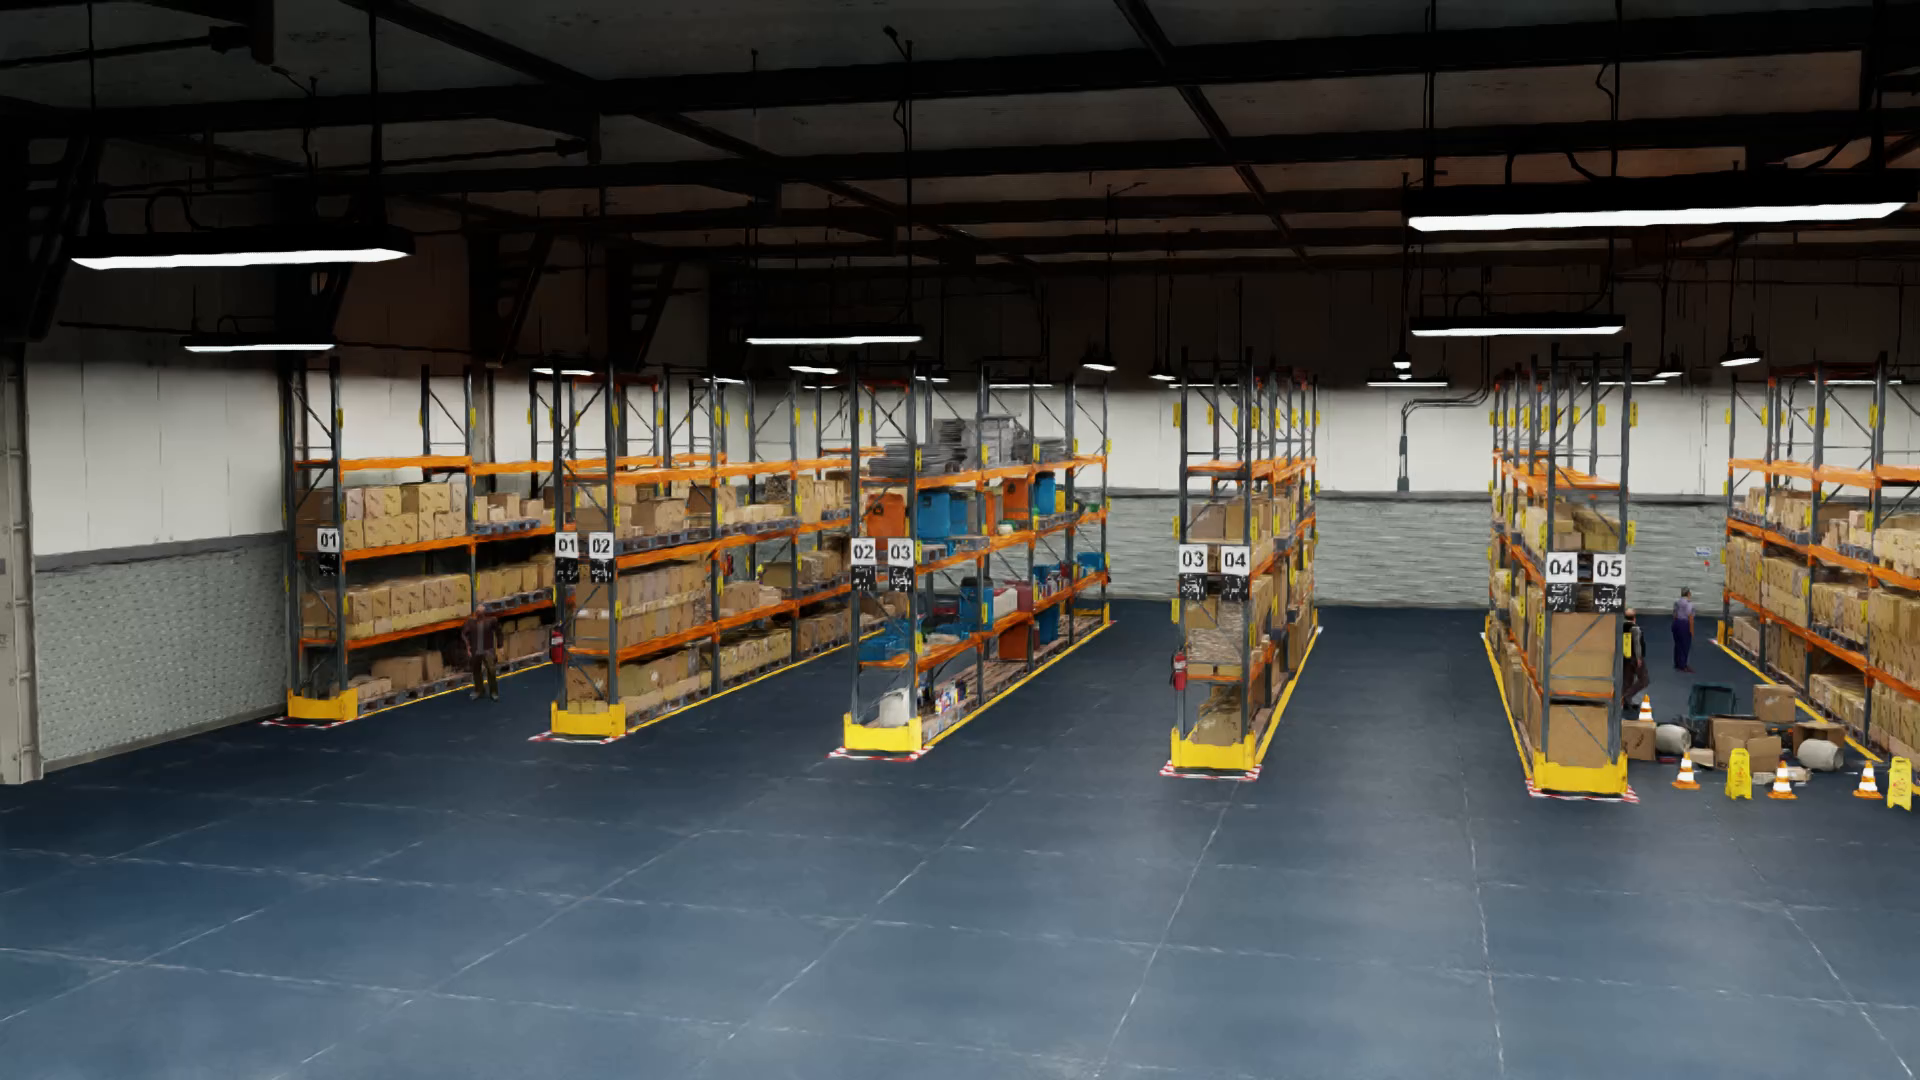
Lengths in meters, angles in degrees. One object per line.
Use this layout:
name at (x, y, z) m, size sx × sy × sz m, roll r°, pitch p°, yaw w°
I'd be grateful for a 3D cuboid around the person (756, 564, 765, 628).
person at (-4.470, 1.384, 37.647) m, size 0.577 × 1.691 × 1.121 m, roll 1°, pitch 4°, yaw 18°

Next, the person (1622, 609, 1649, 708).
person at (11.557, 2.041, 28.626) m, size 0.447 × 1.720 × 0.569 m, roll -1°, pitch 4°, yaw -9°

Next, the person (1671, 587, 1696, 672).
person at (14.339, 1.755, 32.859) m, size 0.445 × 1.657 × 0.578 m, roll -1°, pitch 4°, yaw -13°

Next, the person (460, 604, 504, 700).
person at (-8.463, 1.974, 29.460) m, size 0.715 × 1.726 × 0.831 m, roll 0°, pitch 4°, yaw -5°
